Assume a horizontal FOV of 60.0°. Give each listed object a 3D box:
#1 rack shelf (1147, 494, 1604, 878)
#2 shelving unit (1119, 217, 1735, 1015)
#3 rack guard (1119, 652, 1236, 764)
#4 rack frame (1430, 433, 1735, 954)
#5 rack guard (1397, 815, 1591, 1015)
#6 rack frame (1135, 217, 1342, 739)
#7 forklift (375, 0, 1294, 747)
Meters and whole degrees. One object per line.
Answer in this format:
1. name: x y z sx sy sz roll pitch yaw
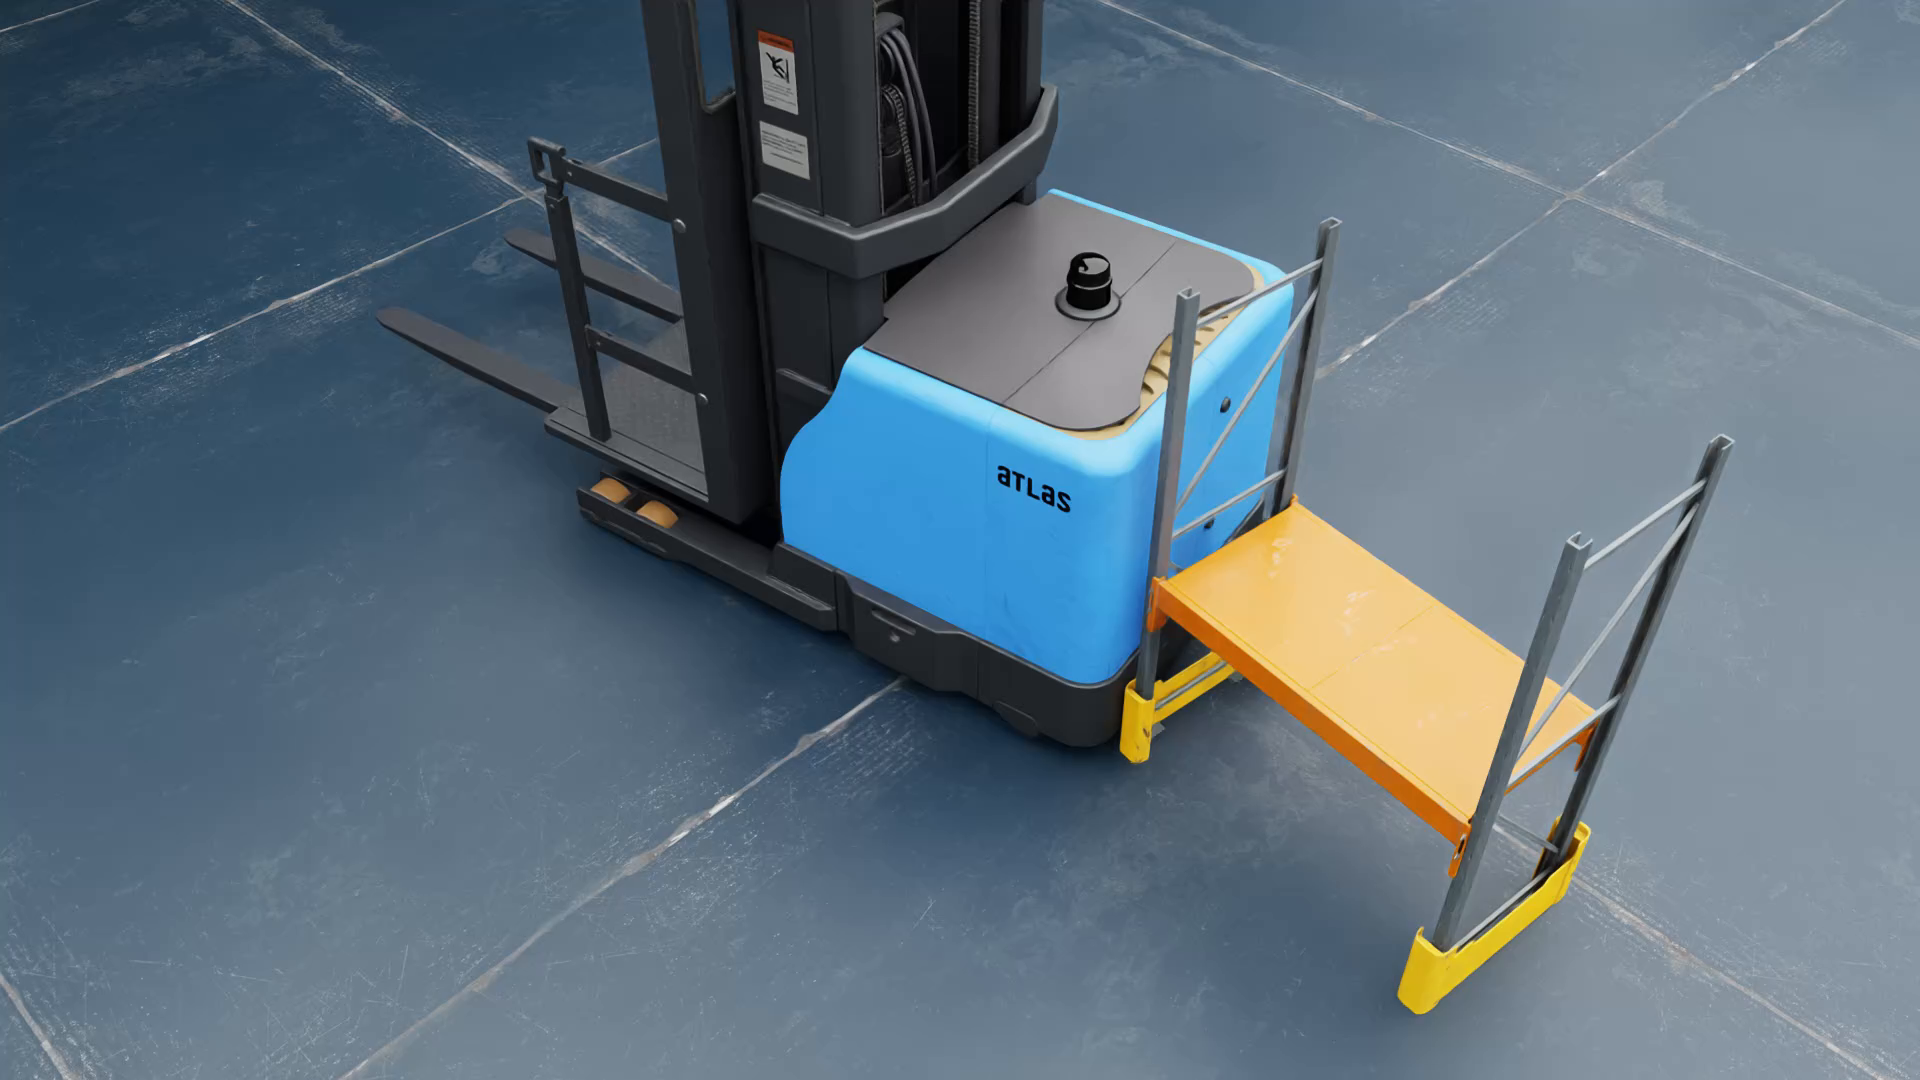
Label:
1. rack shelf: 0.994 0.317 4.067 0.538 0.185 1.000 -28 50 -27
2. shelving unit: 1.000 0.190 3.939 0.587 1.500 1.083 -28 50 -27
3. rack guard: 0.689 0.385 4.649 0.587 0.250 0.087 -28 50 -27
4. rack frame: 1.311 0.455 3.653 0.500 1.500 0.032 -28 50 -27
5. rack guard: 1.310 0.913 4.077 0.587 0.250 0.087 -28 50 -27
6. rack frame: 0.677 -0.084 4.236 0.500 1.500 0.032 -28 50 -27
7. forklift: -0.594 -1.302 4.500 3.031 2.935 1.130 25 48 24
